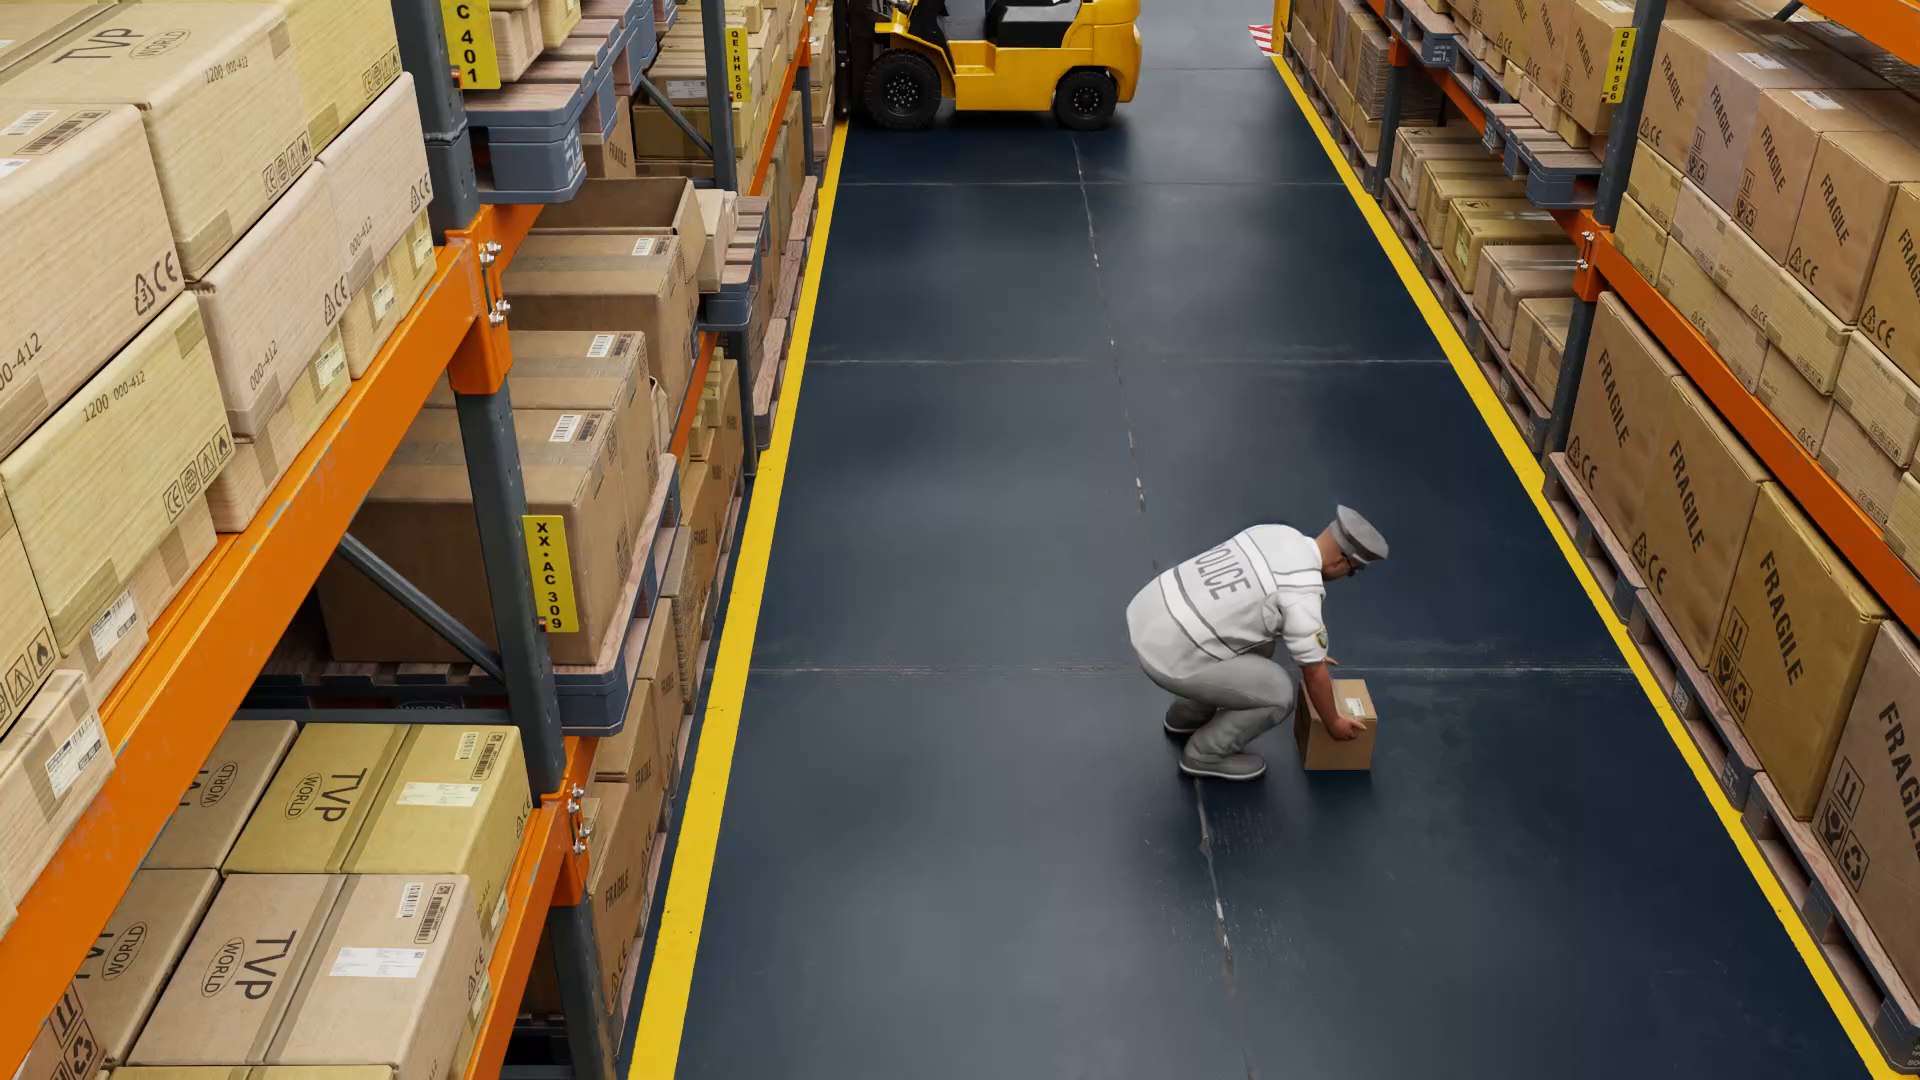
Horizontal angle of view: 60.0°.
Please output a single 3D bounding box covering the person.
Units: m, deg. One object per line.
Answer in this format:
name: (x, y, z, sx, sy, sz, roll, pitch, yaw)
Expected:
person: (1.093, 0.361, 6.234, 0.943, 1.030, 0.562, 0, 31, 0)
